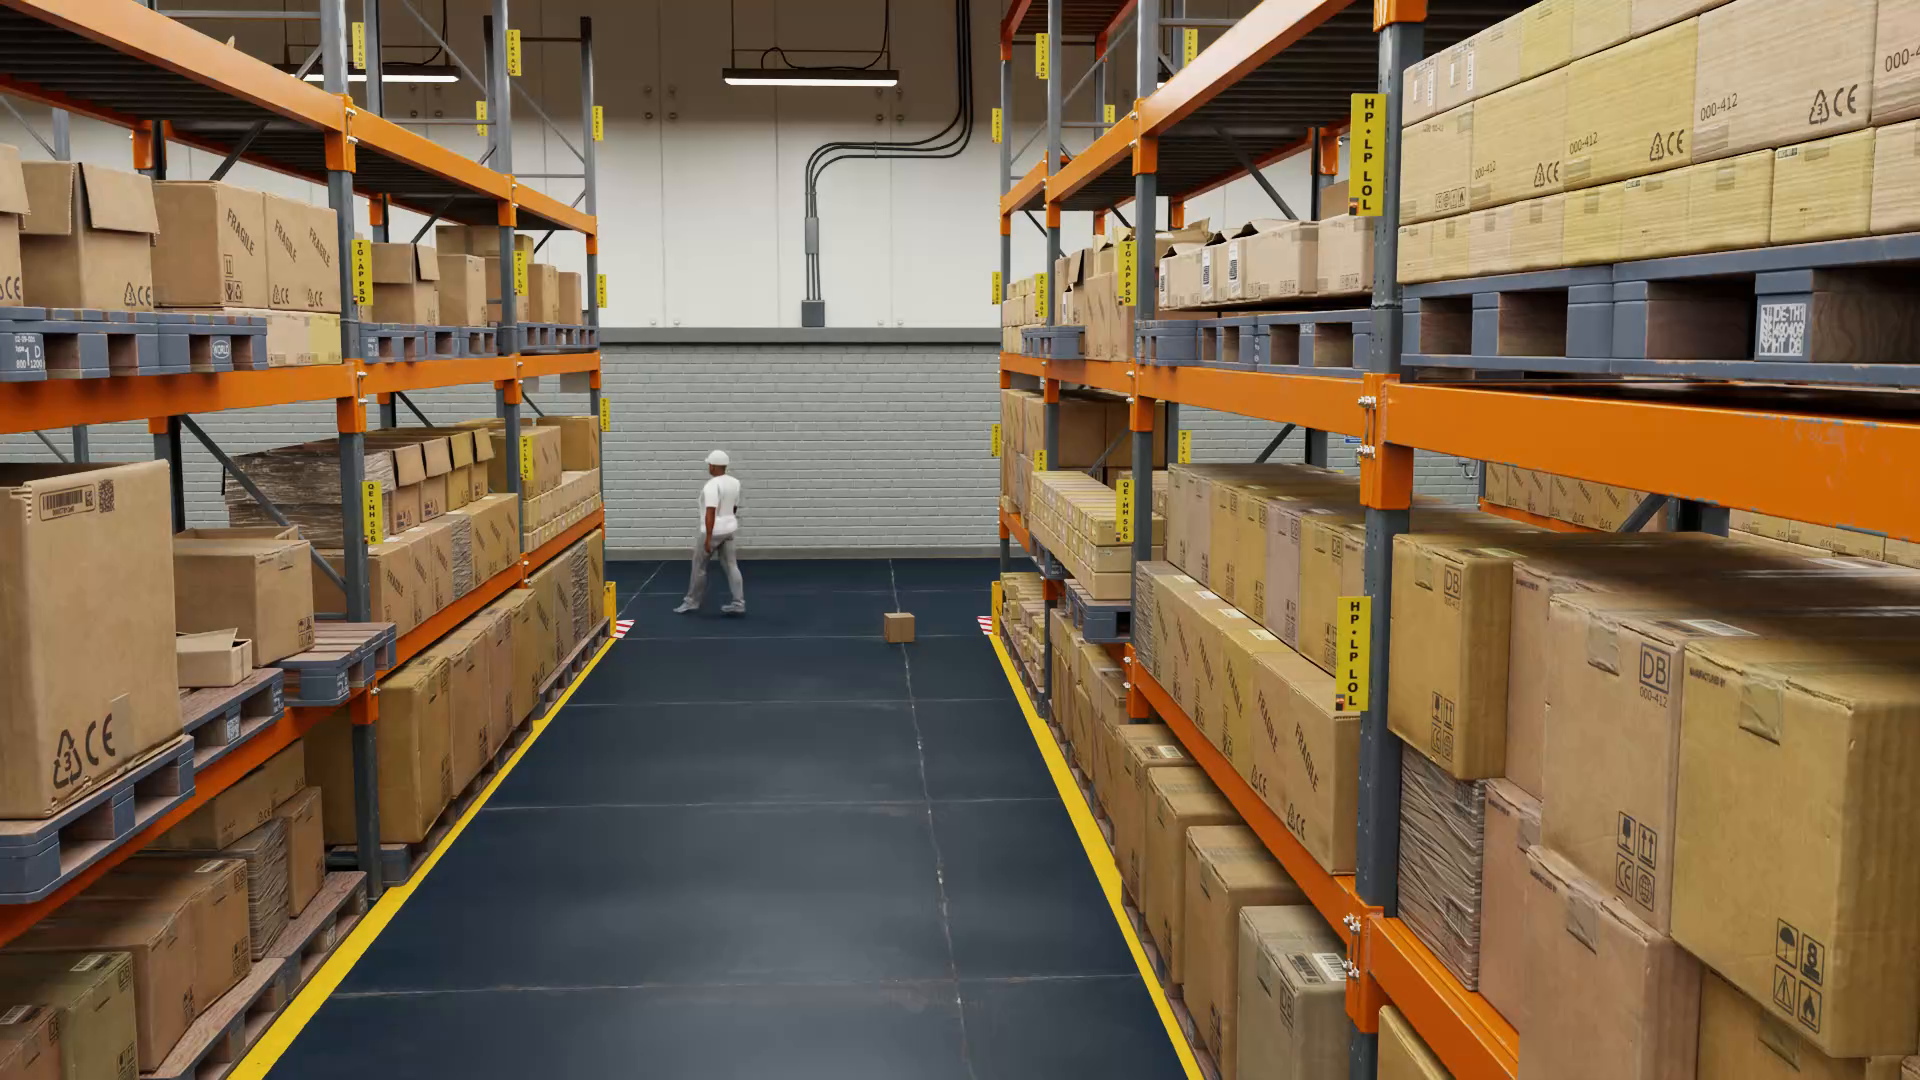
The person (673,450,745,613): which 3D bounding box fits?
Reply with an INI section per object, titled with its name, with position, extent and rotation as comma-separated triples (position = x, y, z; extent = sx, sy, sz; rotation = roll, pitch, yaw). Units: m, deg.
[person]
position = -2.653, -0.083, 17.801
extent = 0.854, 1.766, 0.614
rotation = 5, 8, 33
